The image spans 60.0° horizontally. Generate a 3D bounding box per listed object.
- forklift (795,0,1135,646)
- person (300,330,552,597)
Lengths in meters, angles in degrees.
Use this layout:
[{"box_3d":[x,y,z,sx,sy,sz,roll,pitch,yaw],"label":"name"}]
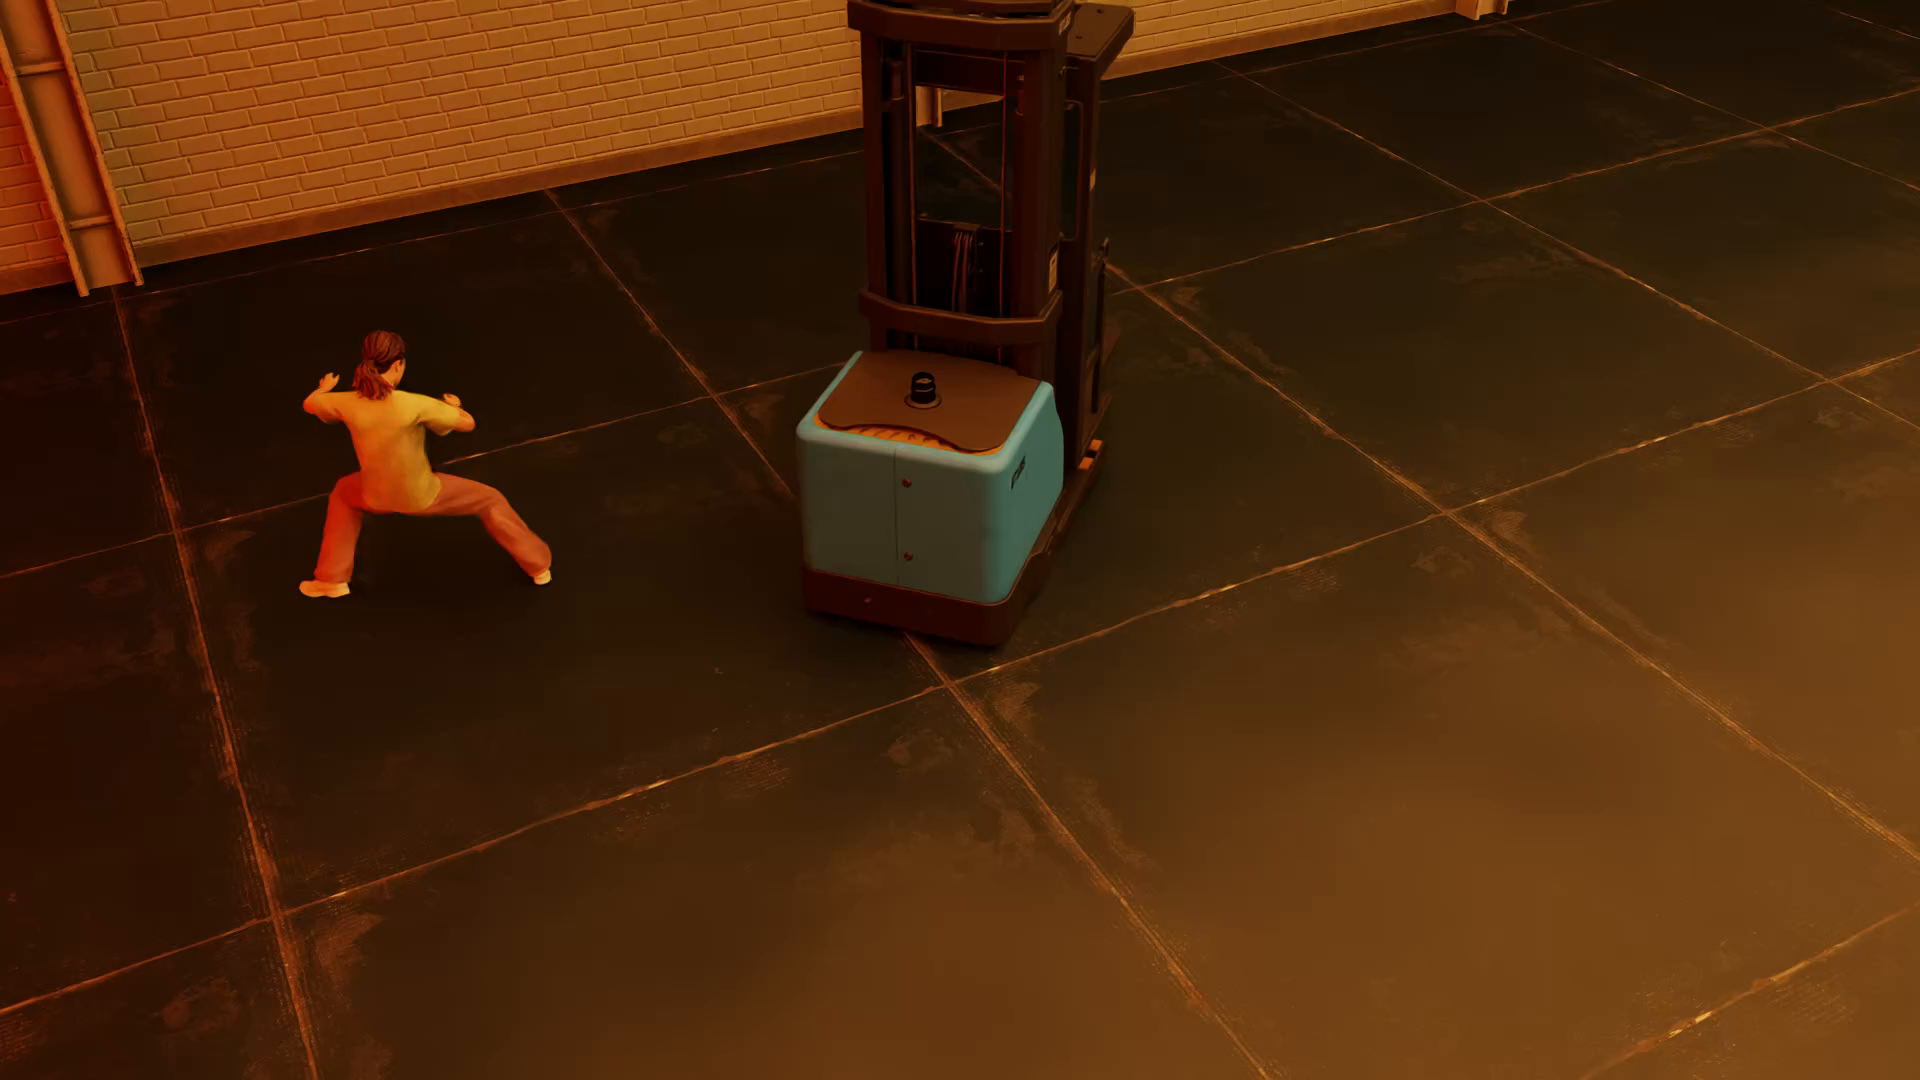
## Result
[{"box_3d":[0.183,-1.549,8.314,1.130,2.935,3.031,11,37,15],"label":"forklift"},{"box_3d":[-2.653,-0.376,7.933,1.196,1.455,0.636,3,35,4],"label":"person"}]
